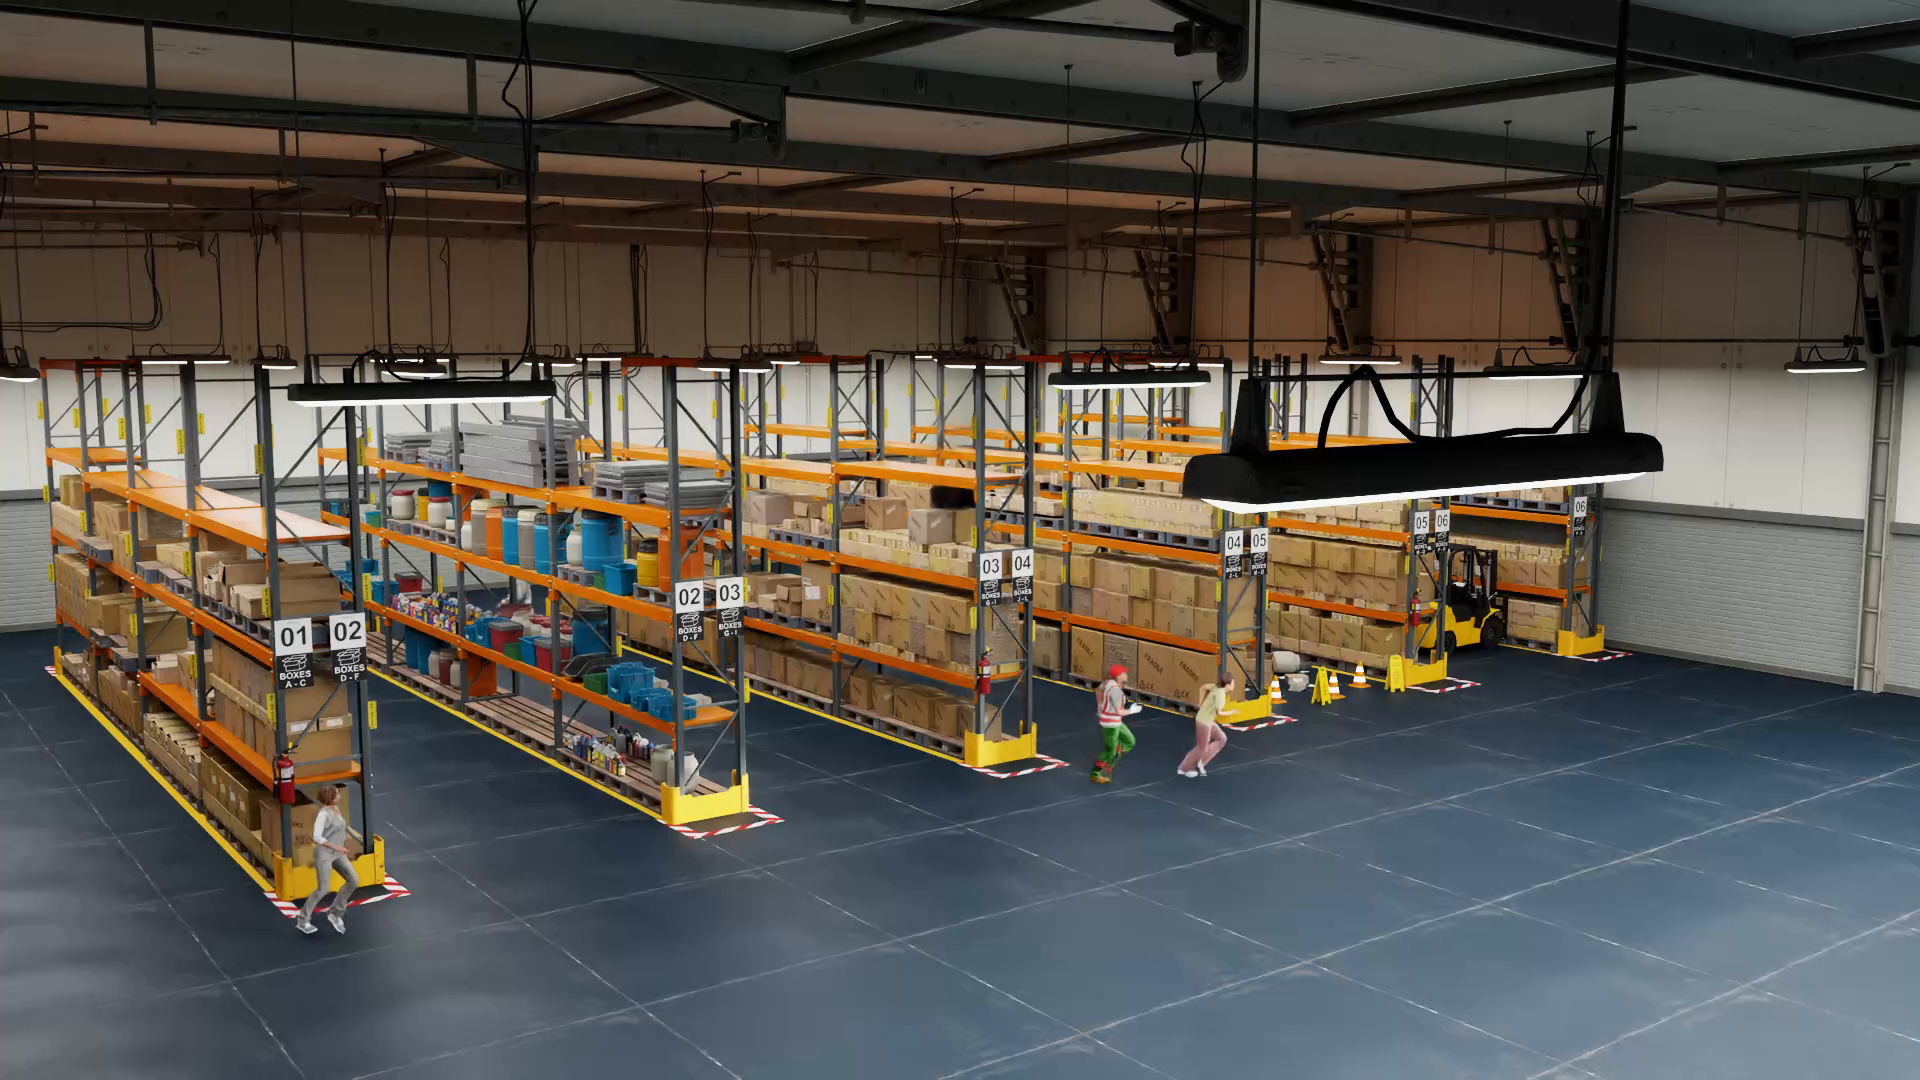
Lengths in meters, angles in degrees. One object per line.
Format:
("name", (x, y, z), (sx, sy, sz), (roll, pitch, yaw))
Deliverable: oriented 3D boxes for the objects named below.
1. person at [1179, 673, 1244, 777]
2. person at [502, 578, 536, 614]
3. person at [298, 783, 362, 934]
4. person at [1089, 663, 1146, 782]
("person", (3.645, 2.676, 24.146), (0.916, 1.541, 0.612), (0, 7, 1))
("person", (-10.060, 0.931, 38.108), (0.967, 1.726, 0.664), (-6, 9, -41))
("person", (-6.754, 3.466, 17.903), (0.630, 1.502, 0.606), (1, 7, 5))
("person", (2.244, 2.600, 23.692), (0.788, 1.729, 0.700), (0, 7, 3))
